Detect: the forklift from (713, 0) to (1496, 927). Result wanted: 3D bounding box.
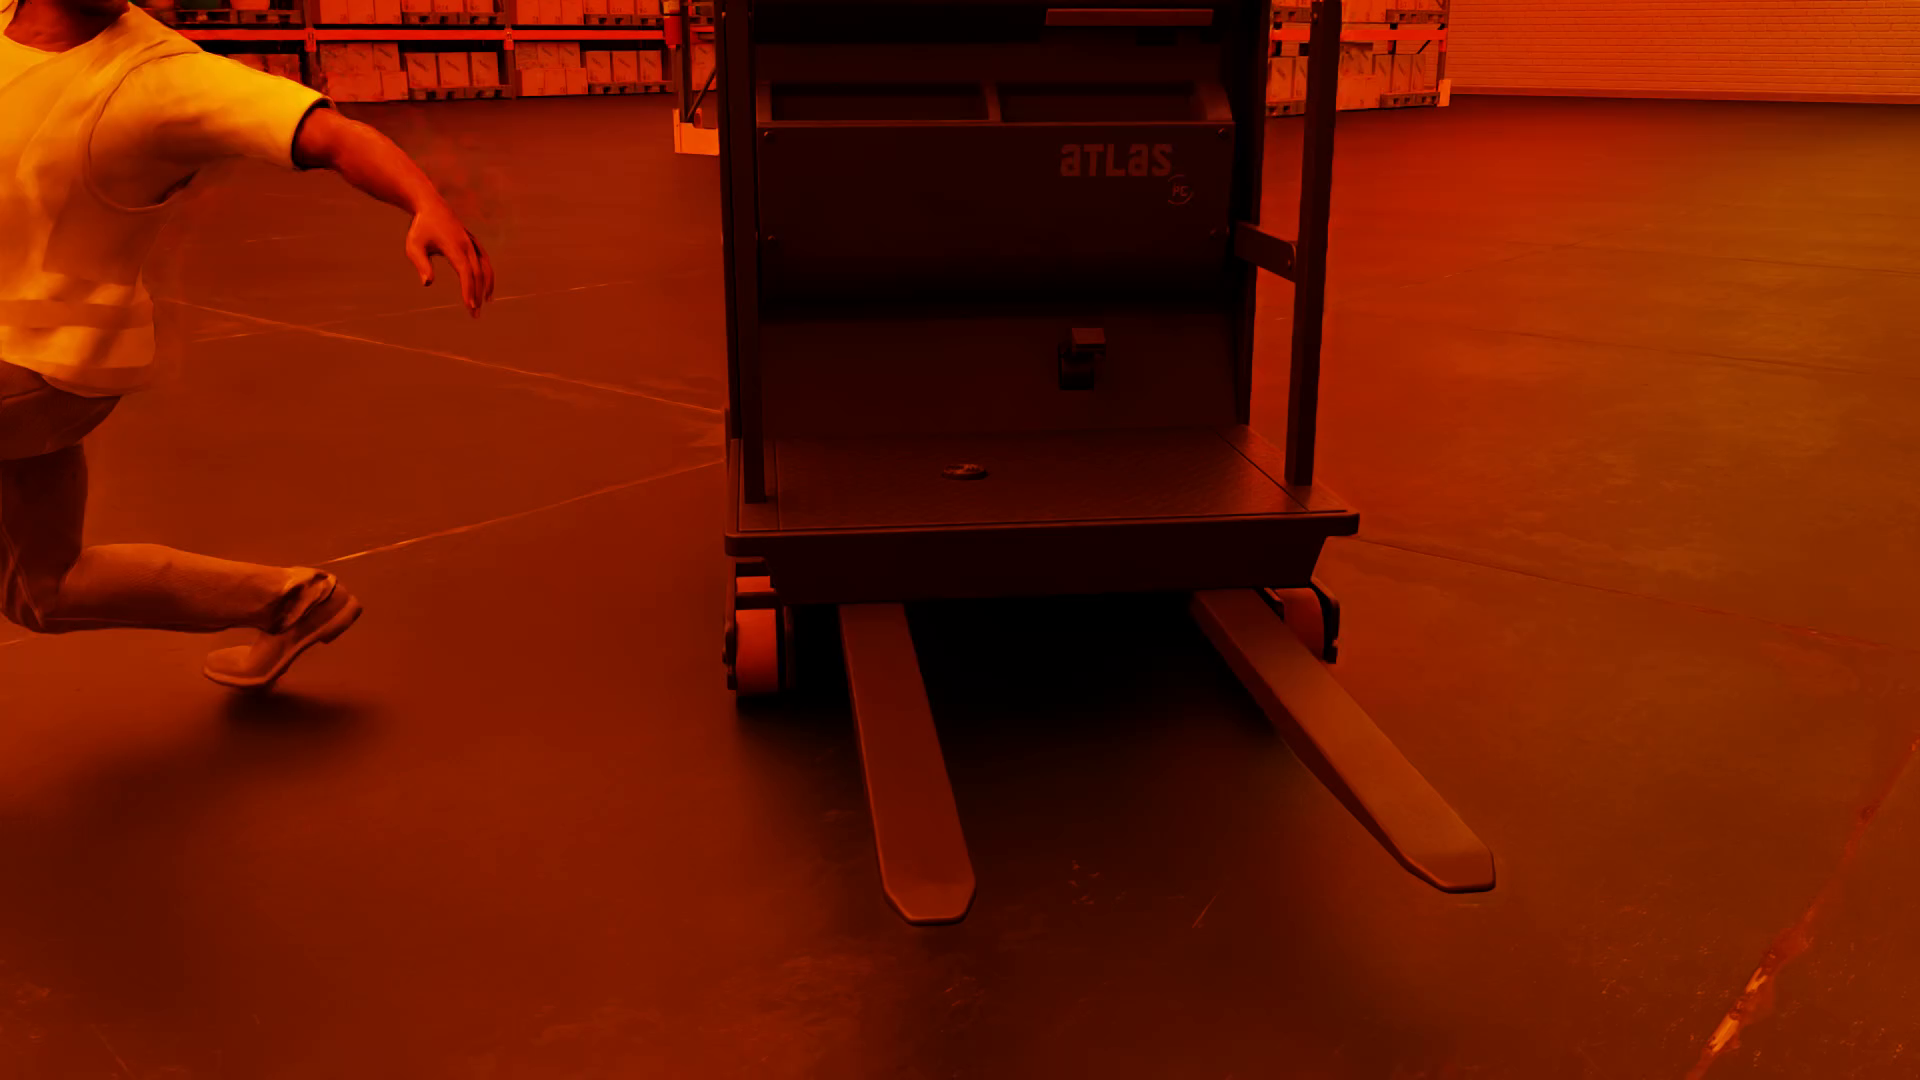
[{"bbox_3d":[0.096,-1.222,2.922,1.130,2.935,3.031,-2,17,-7],"label":"forklift"}]

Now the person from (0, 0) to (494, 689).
[{"bbox_3d":[-1.309,-0.310,2.434,1.002,1.465,0.962,15,23,41],"label":"person"}]
